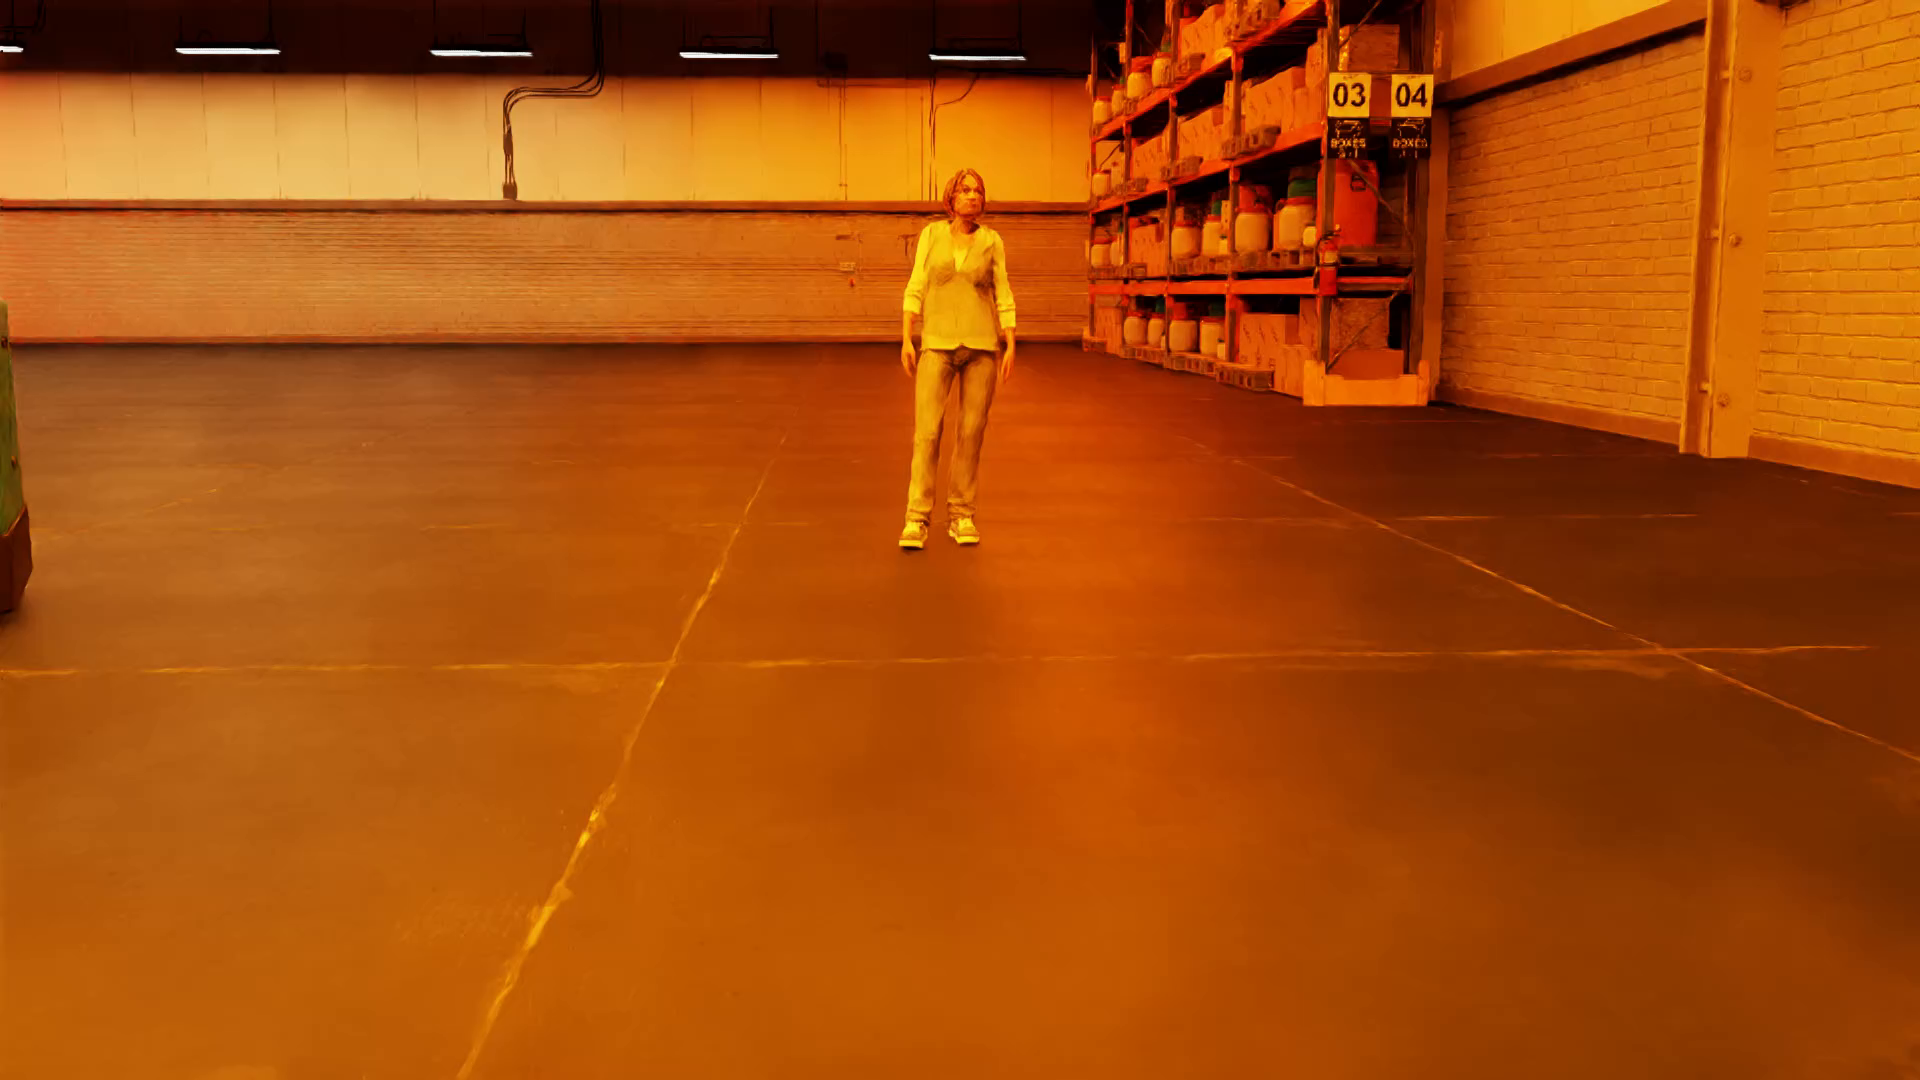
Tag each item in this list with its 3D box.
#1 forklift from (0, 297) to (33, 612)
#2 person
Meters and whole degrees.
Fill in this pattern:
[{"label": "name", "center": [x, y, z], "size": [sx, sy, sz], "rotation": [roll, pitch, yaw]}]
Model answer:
[{"label": "forklift", "center": [-4.589, -1.121, 4.881], "size": [3.031, 2.935, 1.130], "rotation": [-4, 9, -26]}, {"label": "person", "center": [-0.009, -0.786, 7.118], "size": [0.521, 1.597, 0.474], "rotation": [-1, 8, -4]}]
